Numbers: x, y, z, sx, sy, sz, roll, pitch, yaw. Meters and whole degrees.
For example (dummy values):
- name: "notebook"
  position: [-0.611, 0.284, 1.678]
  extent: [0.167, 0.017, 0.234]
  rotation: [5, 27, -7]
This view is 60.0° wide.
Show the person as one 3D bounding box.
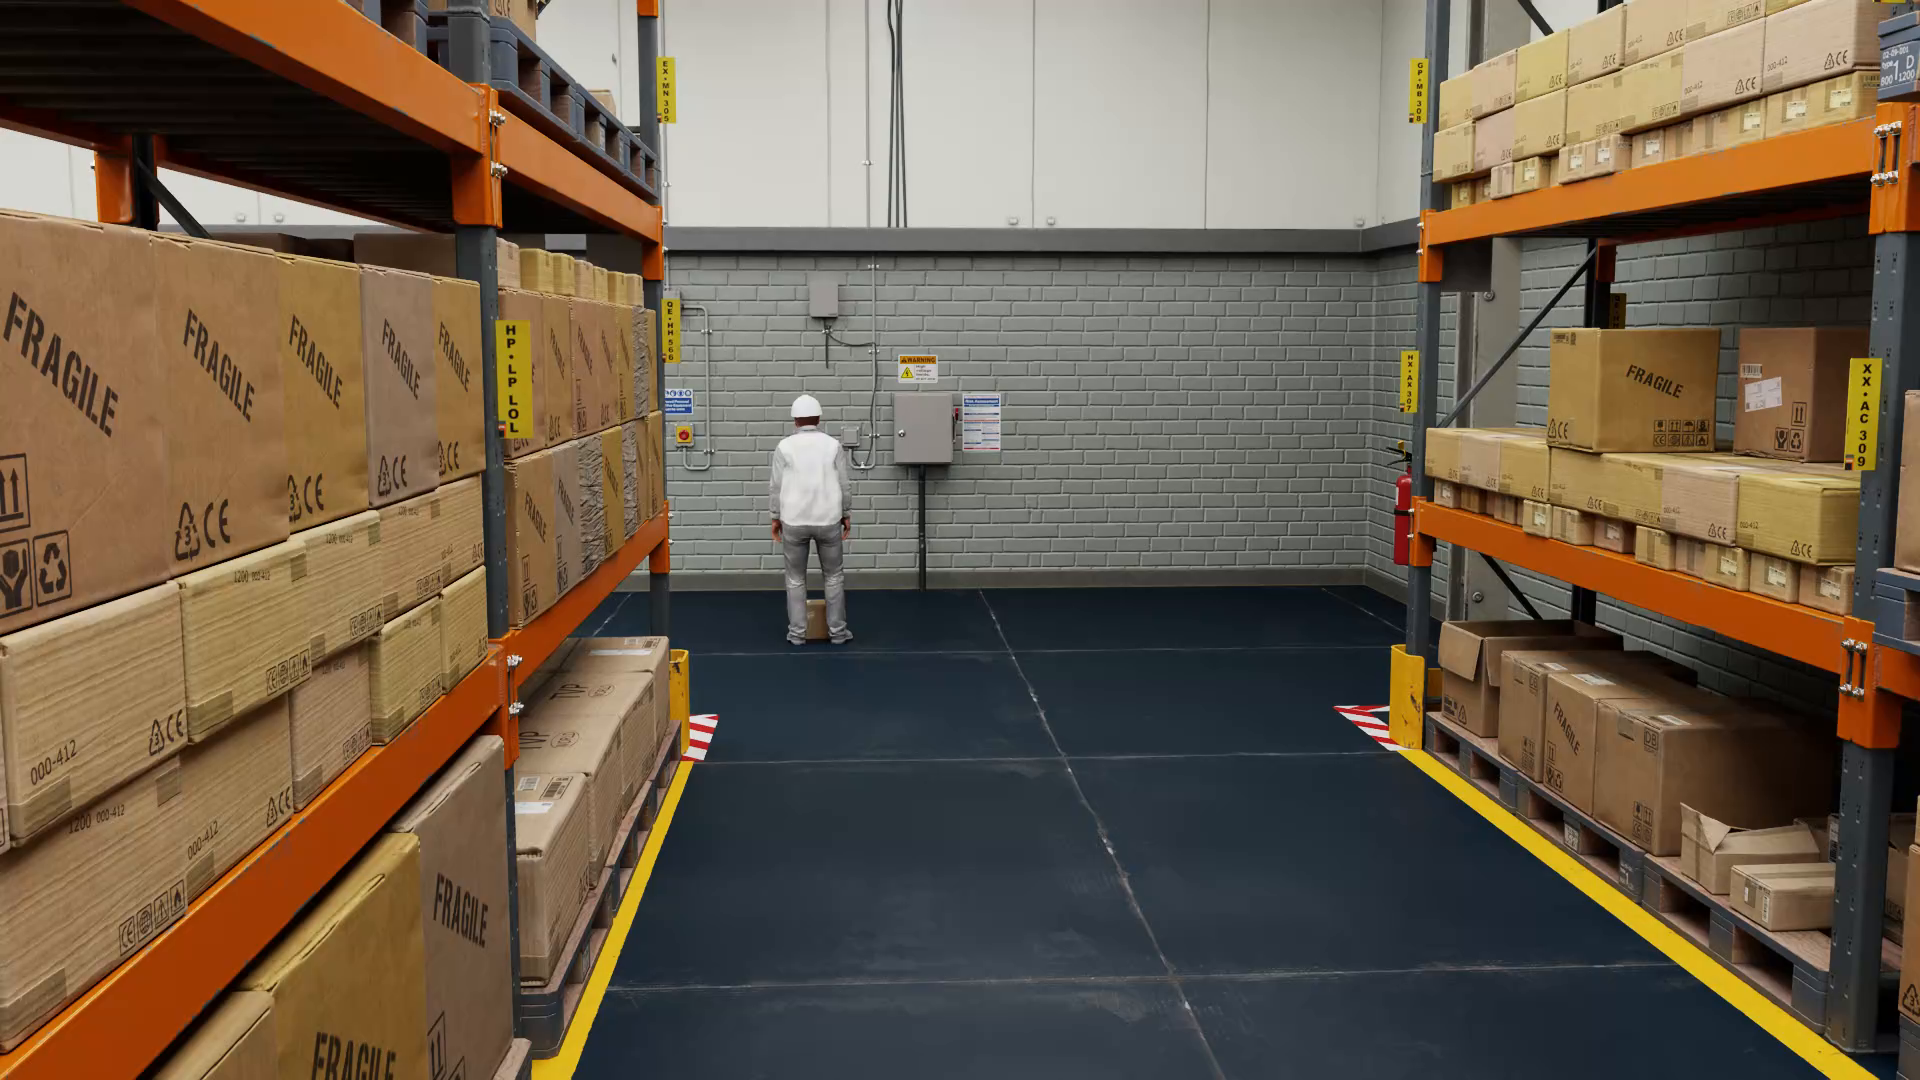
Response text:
- name: "person"
  position: [-1.060, -0.143, 11.842]
  extent: [0.594, 1.769, 0.462]
  rotation: [-1, 7, -7]
